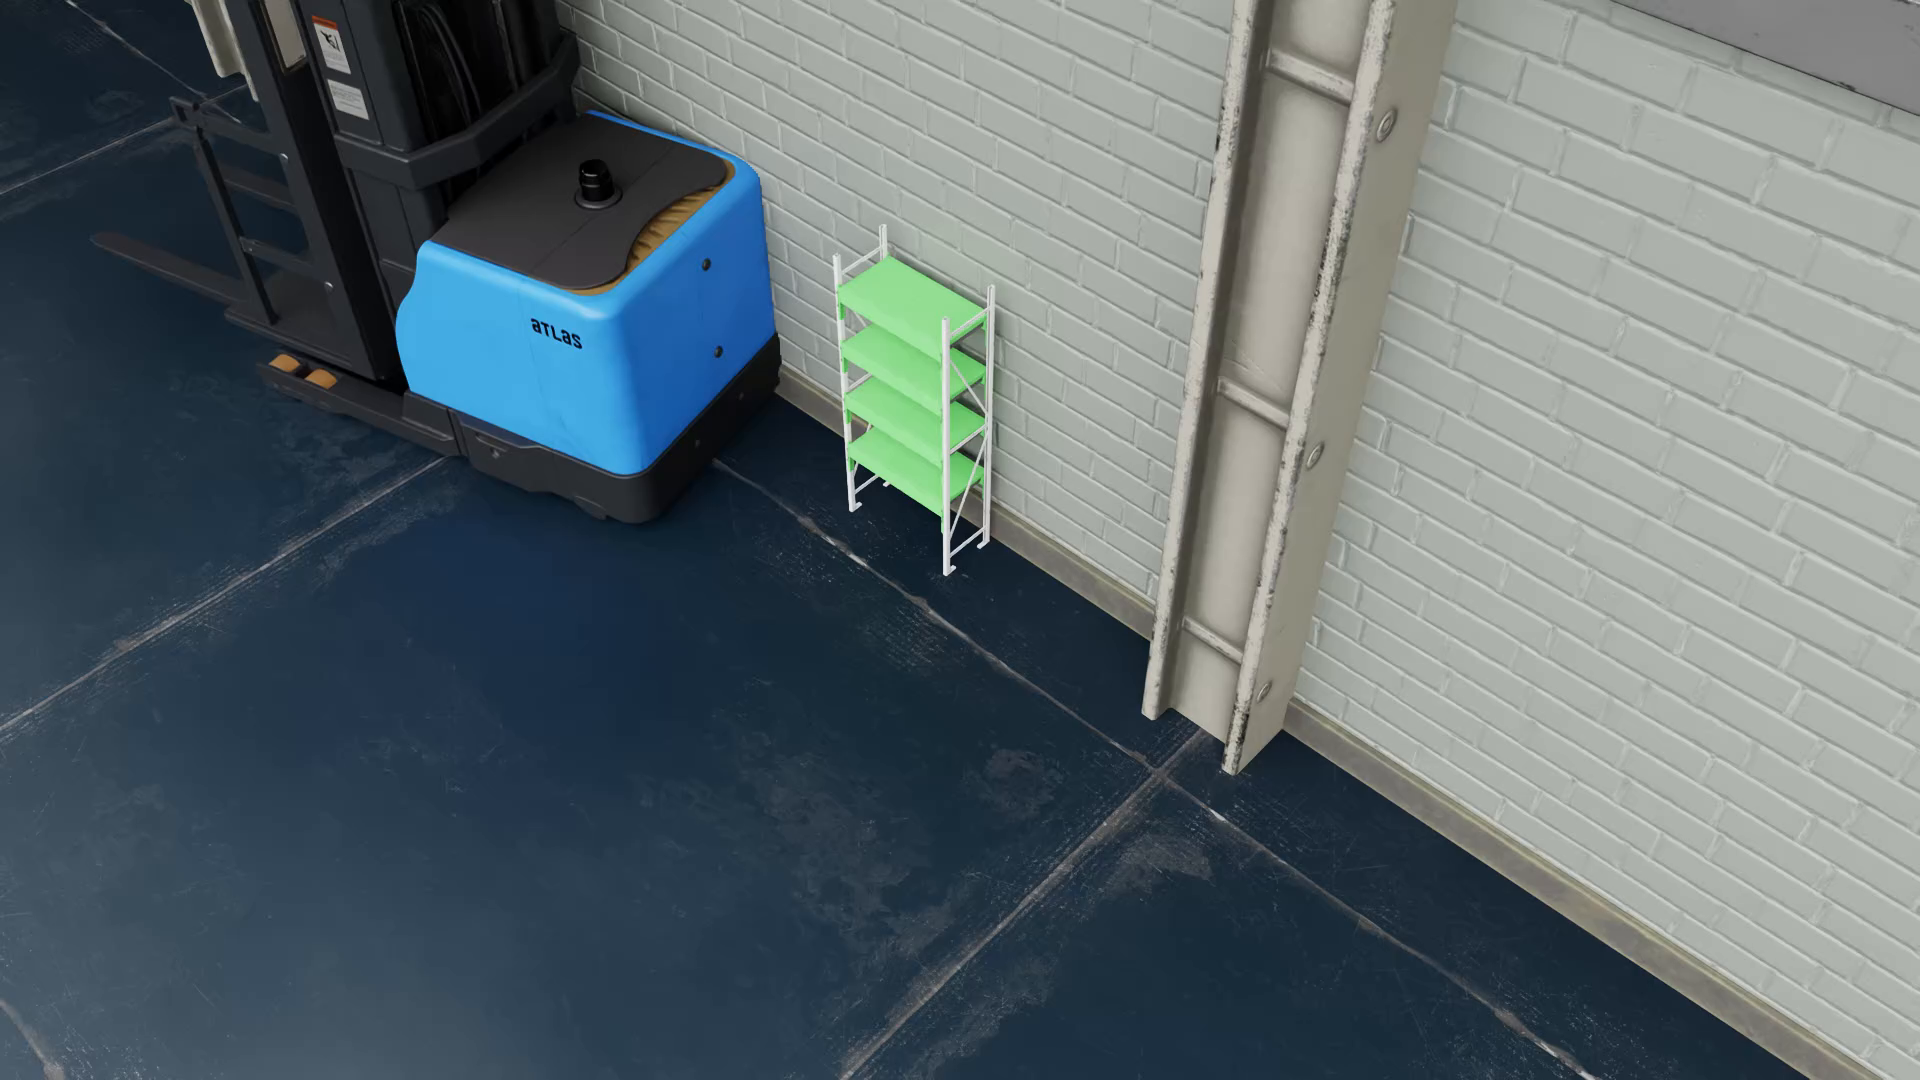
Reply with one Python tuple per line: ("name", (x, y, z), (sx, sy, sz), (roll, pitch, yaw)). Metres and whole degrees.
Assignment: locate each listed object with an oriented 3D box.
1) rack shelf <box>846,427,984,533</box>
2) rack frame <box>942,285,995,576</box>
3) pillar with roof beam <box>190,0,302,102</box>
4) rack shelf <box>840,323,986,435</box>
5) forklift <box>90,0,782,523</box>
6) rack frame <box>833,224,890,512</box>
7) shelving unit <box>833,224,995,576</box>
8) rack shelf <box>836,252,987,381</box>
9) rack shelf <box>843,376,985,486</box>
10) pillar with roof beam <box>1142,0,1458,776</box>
("rack shelf", (-0.155, -0.258, 6.085), (0.480, 0.148, 0.258), (33, 55, 27))
("rack frame", (0.027, -0.347, 5.752), (0.015, 1.200, 0.240), (33, 55, 27))
("pillar with roof beam", (-6.461, -3.136, 3.022), (0.400, 9.000, 9.100), (34, 55, 28))
("rack shelf", (-0.153, -0.587, 5.736), (0.480, 0.148, 0.258), (33, 55, 27))
("forklift", (-2.261, -1.845, 5.972), (3.031, 2.935, 1.130), (21, 50, 19))
("rack frame", (-0.335, -0.586, 5.976), (0.015, 1.200, 0.240), (33, 55, 27))
("shelving unit", (-0.154, -0.466, 5.864), (0.503, 1.200, 0.258), (33, 55, 27))
("rack shelf", (-0.153, -0.752, 5.562), (0.480, 0.148, 0.258), (33, 55, 27))
("rack shelf", (-0.154, -0.422, 5.910), (0.480, 0.148, 0.258), (33, 55, 27))
("pillar with roof beam", (-2.052, -0.169, 0.236), (0.400, 9.000, 9.100), (34, 55, 28))
